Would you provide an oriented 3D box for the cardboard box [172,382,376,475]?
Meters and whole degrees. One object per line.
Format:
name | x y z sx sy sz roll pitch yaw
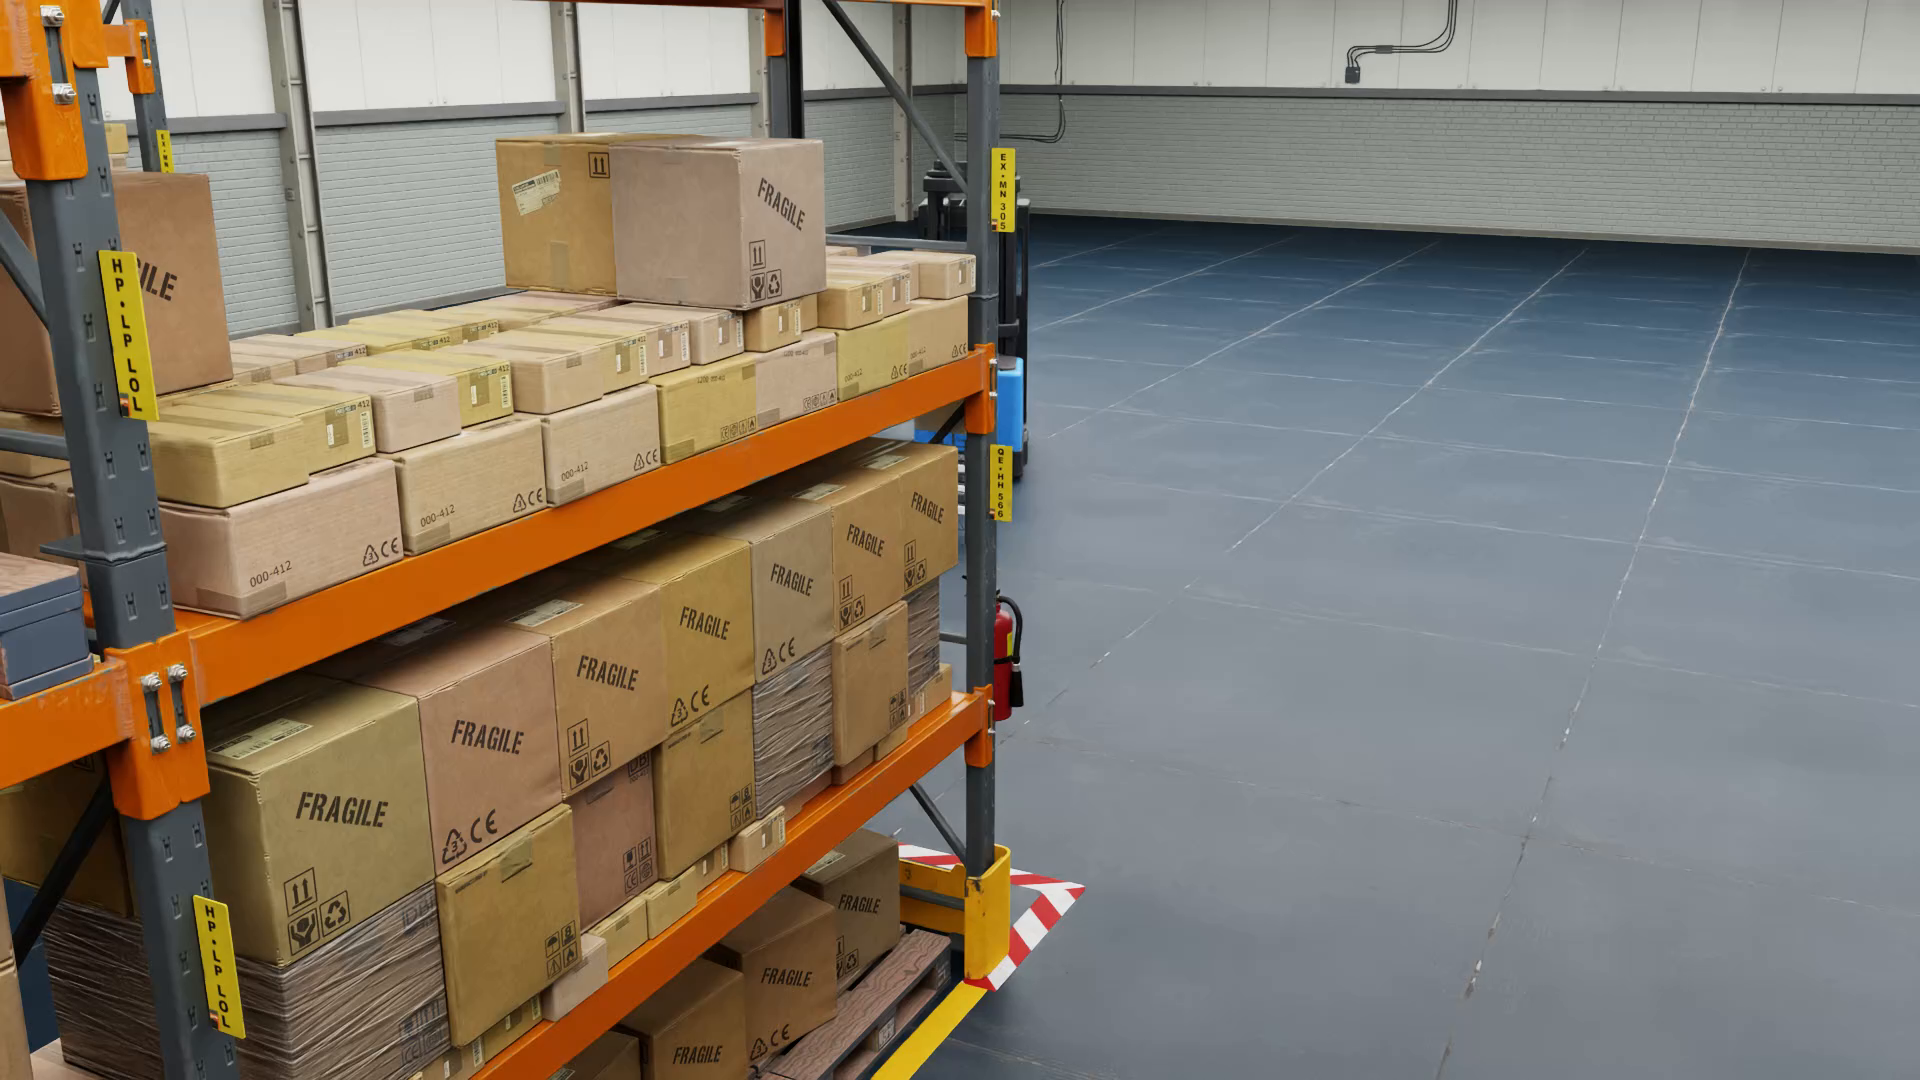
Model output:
cardboard box | -1.624 -0.265 3.944 0.380 0.149 0.250 7 18 23

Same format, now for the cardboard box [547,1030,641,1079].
cardboard box | -1.432 1.997 5.685 0.500 0.500 0.500 6 18 20

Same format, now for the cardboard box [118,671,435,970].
cardboard box | -1.674 0.660 4.081 0.500 0.500 0.500 8 18 25

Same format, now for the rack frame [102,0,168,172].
rack frame | -4.708 -3.140 8.790 1.000 3.000 0.127 8 18 25

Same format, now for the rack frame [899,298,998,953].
rack frame | -0.316 0.393 7.433 1.000 3.000 0.127 8 18 25

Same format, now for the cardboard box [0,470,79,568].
cardboard box | -2.133 -0.104 4.100 0.500 0.250 0.500 9 19 27

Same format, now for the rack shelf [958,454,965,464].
rack shelf | -0.004 -0.656 13.822 0.258 0.077 0.200 8 18 25

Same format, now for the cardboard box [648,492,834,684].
cardboard box | -0.784 0.150 5.798 0.500 0.500 0.500 8 18 25

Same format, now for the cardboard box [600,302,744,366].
cardboard box | -0.912 -0.659 5.271 0.380 0.149 0.250 7 18 23

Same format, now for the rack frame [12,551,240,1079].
rack frame | -2.103 1.412 4.003 1.000 3.000 0.127 8 18 25

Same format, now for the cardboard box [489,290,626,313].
cardboard box | -1.327 -0.727 5.499 0.380 0.149 0.250 8 18 25

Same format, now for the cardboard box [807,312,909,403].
cardboard box | -0.524 -0.690 6.076 0.500 0.250 0.500 8 18 26

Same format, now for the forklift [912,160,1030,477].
forklift | 0.150 -2.374 16.868 1.130 2.935 3.031 1 17 3

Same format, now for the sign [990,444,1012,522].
sign | 0.172 -0.238 6.968 0.100 0.325 0.005 8 18 25

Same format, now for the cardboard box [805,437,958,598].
cardboard box | -0.340 -0.105 6.657 0.500 0.500 0.500 8 18 25

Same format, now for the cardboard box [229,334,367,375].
cardboard box | -1.880 -0.470 4.633 0.380 0.149 0.250 7 18 24

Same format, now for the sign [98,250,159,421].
sign | -1.605 -0.393 3.211 0.100 0.325 0.005 8 18 25

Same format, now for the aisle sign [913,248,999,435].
aisle sign | -0.020 -0.831 6.988 0.394 0.787 0.004 8 18 25

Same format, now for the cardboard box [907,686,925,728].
cardboard box | -0.371 0.676 6.922 0.380 0.149 0.250 8 18 25

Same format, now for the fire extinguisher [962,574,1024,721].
fire extinguisher | 0.148 0.460 7.345 0.296 0.674 0.183 8 18 25

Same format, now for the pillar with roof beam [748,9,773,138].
pillar with roof beam | -0.165 -9.877 31.474 9.100 9.000 0.400 8 18 25

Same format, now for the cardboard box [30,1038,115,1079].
cardboard box | -2.270 1.440 4.349 0.380 0.149 0.250 8 18 25

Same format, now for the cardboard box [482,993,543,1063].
cardboard box | -1.424 1.322 4.748 0.380 0.149 0.250 8 18 25

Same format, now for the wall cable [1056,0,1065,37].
wall cable | 3.584 -13.124 38.988 3.097 2.526 0.112 8 18 25

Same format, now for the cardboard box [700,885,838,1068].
cardboard box | -0.846 1.703 6.674 0.500 0.500 0.500 14 22 40

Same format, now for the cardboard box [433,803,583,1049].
cardboard box | -1.592 0.992 4.719 0.875 0.500 0.500 8 18 25

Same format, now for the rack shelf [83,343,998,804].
rack shelf | -1.209 -0.191 5.393 1.077 0.370 4.000 8 18 25

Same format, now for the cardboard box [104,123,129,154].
cardboard box | -4.555 -2.084 8.631 0.380 0.149 0.250 8 18 26

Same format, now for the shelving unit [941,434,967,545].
shelving unit | -0.004 -0.429 13.889 0.258 0.900 0.210 8 18 25

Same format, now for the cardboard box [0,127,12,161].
cardboard box | -4.782 -1.955 8.198 0.380 0.149 0.250 8 19 26

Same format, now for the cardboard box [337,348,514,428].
cardboard box | -1.413 -0.400 4.397 0.380 0.149 0.250 9 19 27

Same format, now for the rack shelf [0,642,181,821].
rack shelf | -2.997 0.828 1.963 1.077 0.370 4.000 8 18 25

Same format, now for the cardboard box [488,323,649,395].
cardboard box | -1.133 -0.526 4.821 0.380 0.149 0.250 8 18 24

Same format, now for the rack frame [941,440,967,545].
rack frame | -0.049 -0.403 13.802 0.240 0.900 0.006 8 18 25

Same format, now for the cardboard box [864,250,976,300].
cardboard box | -0.160 -1.054 6.599 0.380 0.149 0.250 8 18 25

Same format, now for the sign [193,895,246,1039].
sign | -1.605 0.926 3.603 0.100 0.325 0.005 8 18 25

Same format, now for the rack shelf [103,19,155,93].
rack shelf | -5.601 -2.094 7.234 1.077 0.370 4.000 8 18 25

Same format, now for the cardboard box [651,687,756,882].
cardboard box | -1.198 0.729 5.602 0.875 0.500 0.500 8 18 25

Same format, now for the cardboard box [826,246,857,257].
cardboard box | -0.646 -1.123 6.833 0.380 0.149 0.250 8 18 25

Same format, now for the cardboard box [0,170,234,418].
cardboard box | -2.130 -0.603 3.943 0.500 0.500 0.500 8 18 24

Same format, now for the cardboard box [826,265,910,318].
cardboard box | -0.406 -0.919 6.144 0.380 0.149 0.250 7 18 23

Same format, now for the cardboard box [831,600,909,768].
cardboard box | -0.702 0.482 6.436 0.875 0.500 0.500 8 18 25

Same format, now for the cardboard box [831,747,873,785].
cardboard box | -0.562 0.808 6.478 0.380 0.149 0.250 8 18 25

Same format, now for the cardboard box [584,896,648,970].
cardboard box | -1.201 1.194 5.177 0.380 0.149 0.250 8 18 25

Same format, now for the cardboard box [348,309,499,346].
cardboard box | -1.632 -0.601 5.075 0.380 0.149 0.250 9 19 28

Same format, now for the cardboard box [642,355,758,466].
cardboard box | -0.981 -0.432 5.206 0.500 0.250 0.500 8 18 24

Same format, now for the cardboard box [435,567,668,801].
cardboard box | -1.228 0.405 4.939 0.500 0.500 0.500 8 18 25

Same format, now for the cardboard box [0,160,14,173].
cardboard box | -4.901 -1.734 8.154 0.500 0.250 0.500 8 18 25

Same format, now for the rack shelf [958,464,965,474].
rack shelf | -0.004 -0.570 13.848 0.258 0.077 0.200 8 18 25

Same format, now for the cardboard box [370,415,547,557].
cardboard box | -1.441 -0.172 4.329 0.500 0.250 0.500 8 18 25

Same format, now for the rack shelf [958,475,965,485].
rack shelf | -0.004 -0.484 13.873 0.258 0.077 0.200 8 18 25

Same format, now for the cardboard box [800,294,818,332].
cardboard box | -0.719 -0.805 5.760 0.380 0.149 0.250 8 18 26

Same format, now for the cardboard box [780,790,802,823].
cardboard box | -0.802 0.933 6.057 0.380 0.149 0.250 8 18 25

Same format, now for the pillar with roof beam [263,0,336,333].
pillar with roof beam | -5.528 -6.820 21.183 9.100 9.000 0.400 8 18 25

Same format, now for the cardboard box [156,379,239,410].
cardboard box | -2.015 -0.321 4.133 0.380 0.149 0.250 8 18 26

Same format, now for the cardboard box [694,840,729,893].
cardboard box | -1.008 1.063 5.620 0.380 0.149 0.250 8 18 25

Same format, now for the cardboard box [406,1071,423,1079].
cardboard box | -1.614 1.454 4.303 0.380 0.149 0.250 8 18 25

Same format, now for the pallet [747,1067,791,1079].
pallet | -1.291 2.261 6.041 1.003 0.211 1.213 8 18 25
